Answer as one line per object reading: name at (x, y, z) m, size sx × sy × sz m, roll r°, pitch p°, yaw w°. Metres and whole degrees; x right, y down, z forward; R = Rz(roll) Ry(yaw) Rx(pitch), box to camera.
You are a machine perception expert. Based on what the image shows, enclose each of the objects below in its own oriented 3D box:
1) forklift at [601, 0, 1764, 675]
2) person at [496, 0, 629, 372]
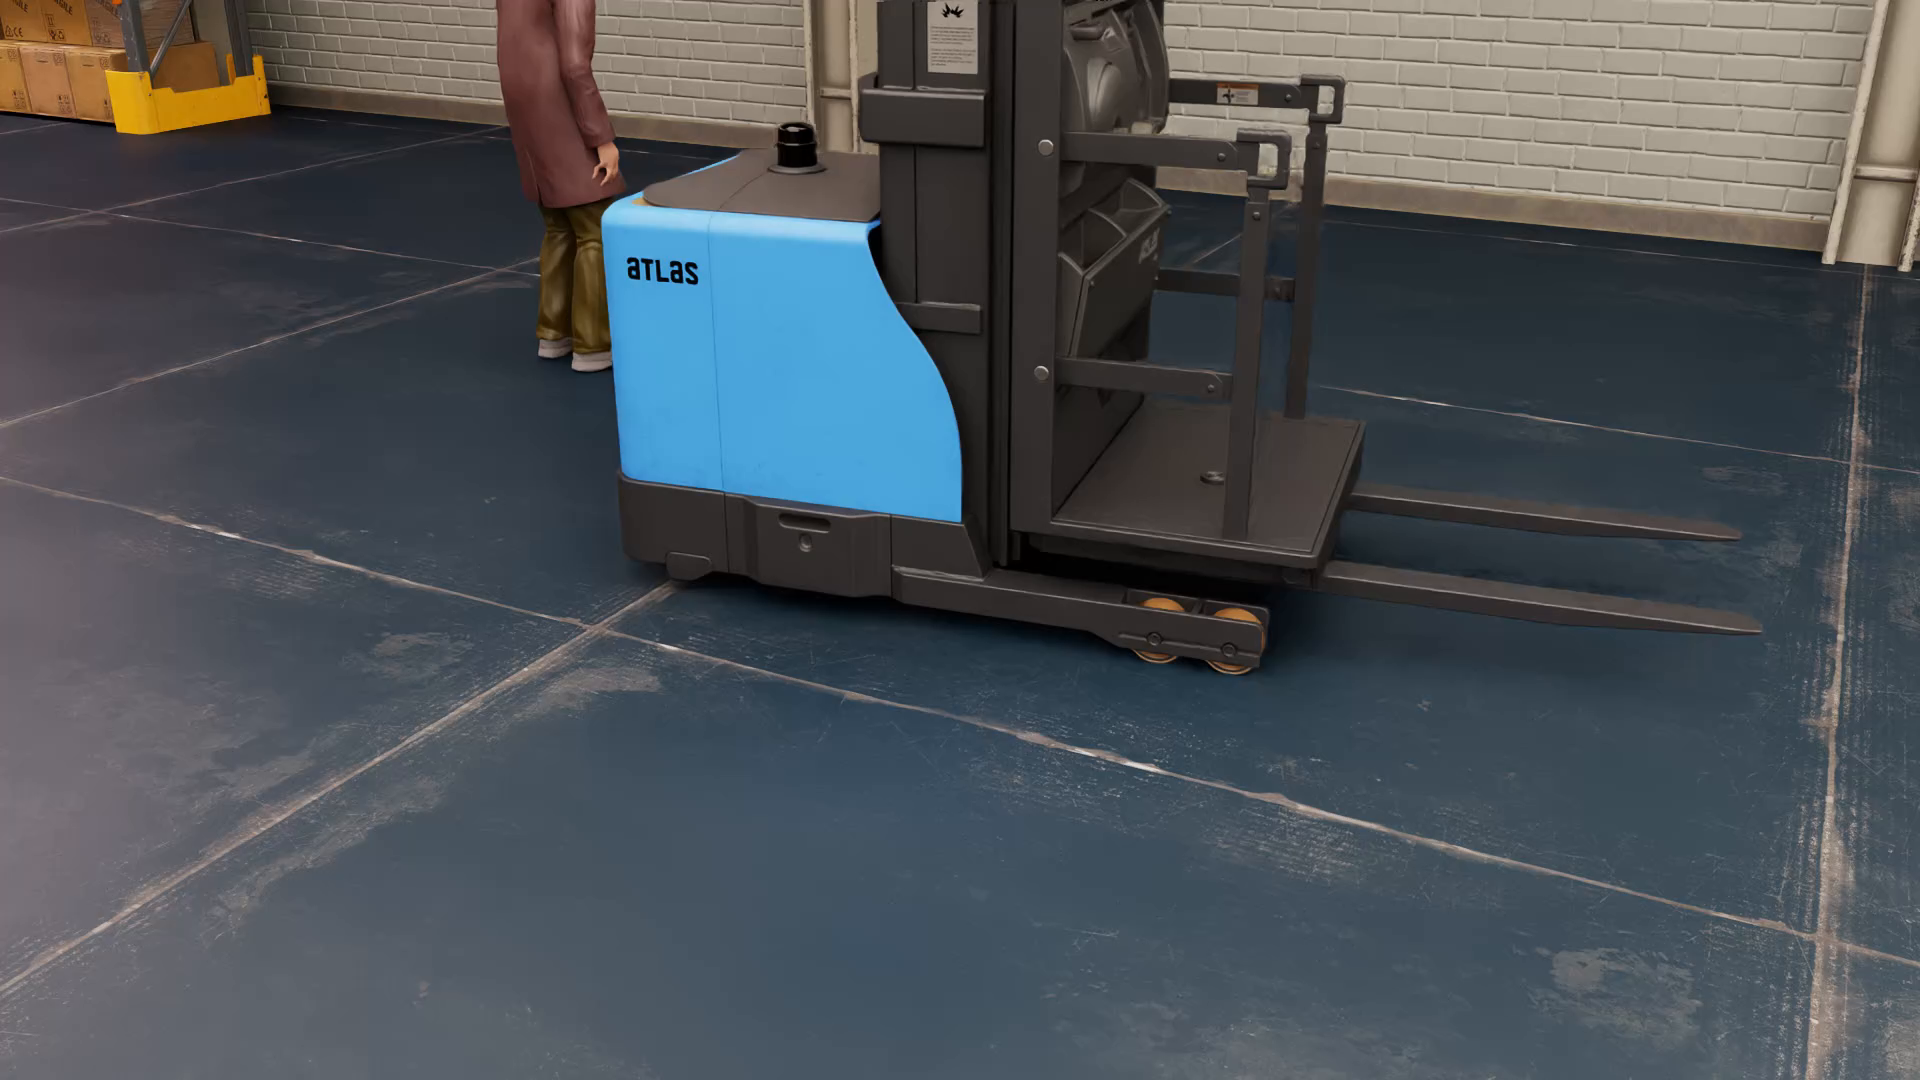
forklift at (0.597, -1.239, 4.232) m, size 3.031 × 2.935 × 1.130 m, roll 8°, pitch 24°, yaw 17°
person at (-1.538, -1.569, 6.499) m, size 0.431 × 1.772 × 0.647 m, roll -19°, pitch 29°, yaw -38°
